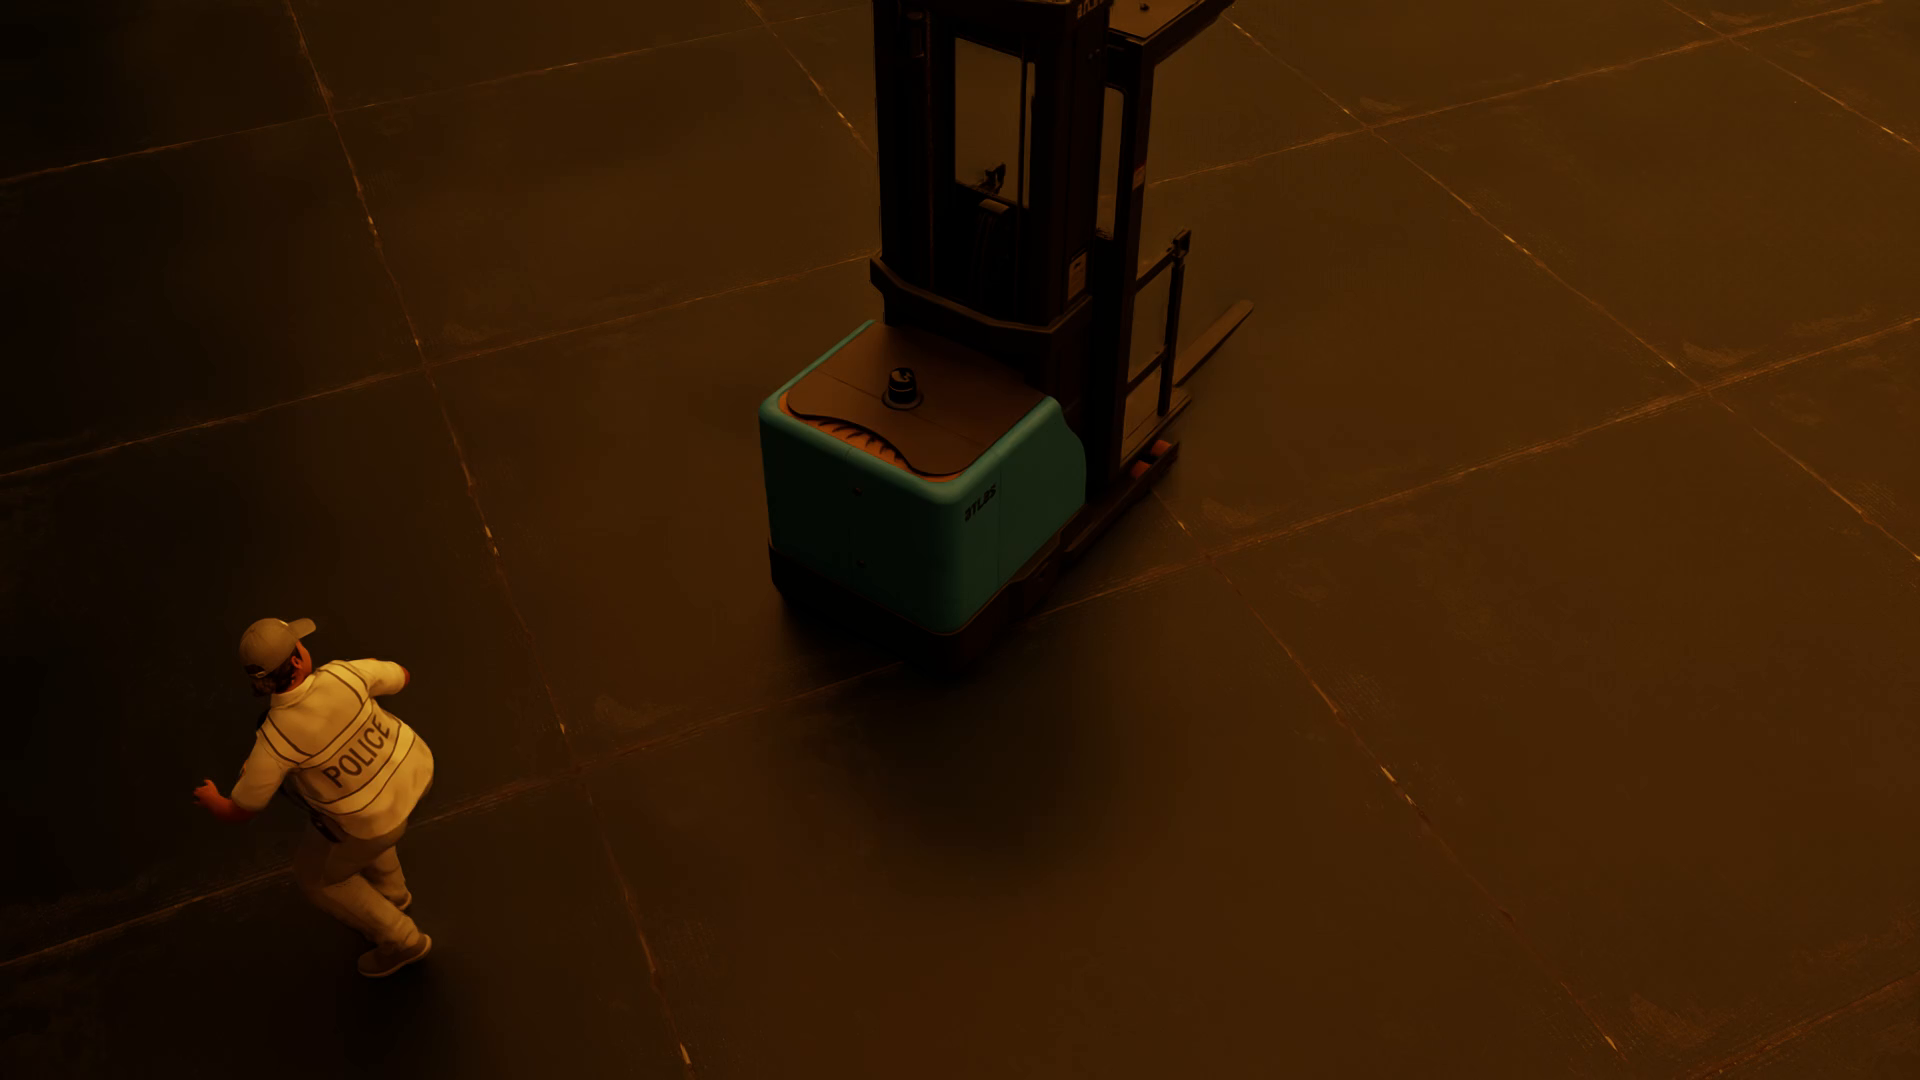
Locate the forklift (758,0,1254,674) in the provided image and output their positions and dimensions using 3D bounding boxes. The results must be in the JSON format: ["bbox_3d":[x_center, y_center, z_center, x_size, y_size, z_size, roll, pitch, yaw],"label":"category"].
[{"bbox_3d":[0.416,-1.465,7.249,1.130,2.935,3.031,26,49,25],"label":"forklift"}]

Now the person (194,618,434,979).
[{"bbox_3d":[-2.198,0.854,5.772,0.710,1.586,0.739,14,45,14],"label":"person"}]
